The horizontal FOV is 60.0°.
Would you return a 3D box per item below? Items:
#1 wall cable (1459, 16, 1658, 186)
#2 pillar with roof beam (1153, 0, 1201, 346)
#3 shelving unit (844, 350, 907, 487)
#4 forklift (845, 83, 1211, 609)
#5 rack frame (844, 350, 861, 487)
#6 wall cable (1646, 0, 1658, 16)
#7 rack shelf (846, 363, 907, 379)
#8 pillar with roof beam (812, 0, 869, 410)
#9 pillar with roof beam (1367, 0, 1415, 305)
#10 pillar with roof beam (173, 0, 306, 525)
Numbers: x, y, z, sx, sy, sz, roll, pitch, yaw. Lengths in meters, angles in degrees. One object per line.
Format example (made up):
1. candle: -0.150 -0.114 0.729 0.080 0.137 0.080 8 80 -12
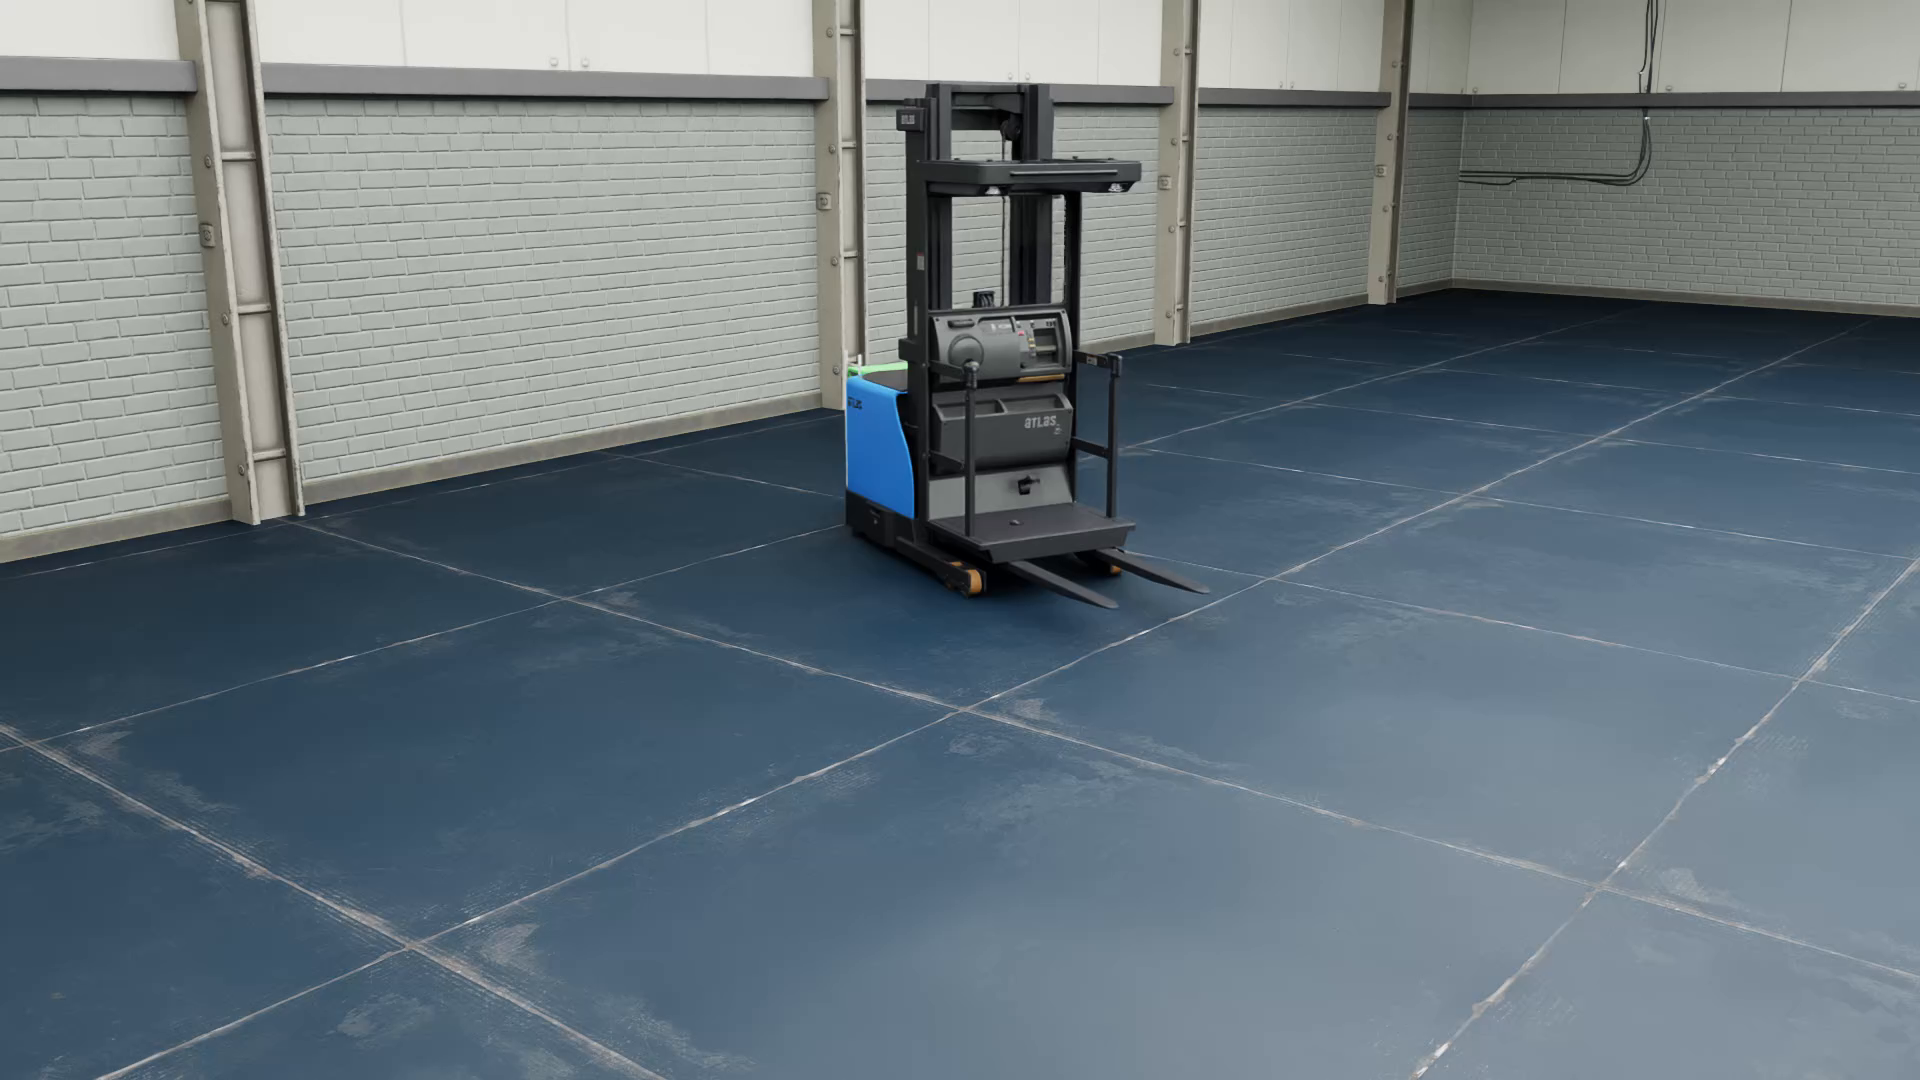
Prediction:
1. wall cable: 9.296 -6.829 26.034 3.097 2.526 0.112 11 18 38
2. pillar with roof beam: 5.993 -6.159 17.091 9.100 9.000 0.400 11 18 38
3. shelving unit: -0.514 -0.720 11.519 0.503 1.200 0.258 -8 16 -28
4. forklift: 0.367 -1.212 9.940 1.130 2.935 3.031 -8 16 -27
5. rack frame: -0.728 -0.691 11.405 0.015 1.200 0.240 -8 16 -28
6. wall cable: 11.400 -8.858 23.765 3.097 2.526 0.112 11 18 38
7. rack shelf: -0.514 -1.123 11.417 0.480 0.148 0.258 -8 16 -28
8. pillar with roof beam: 2.222 -5.010 12.568 9.100 9.000 0.400 11 18 38
9. pillar with roof beam: 9.764 -7.308 21.614 9.100 9.000 0.400 11 18 38
10. pillar with roof beam: -1.549 -3.861 8.045 9.100 9.000 0.400 11 18 38
